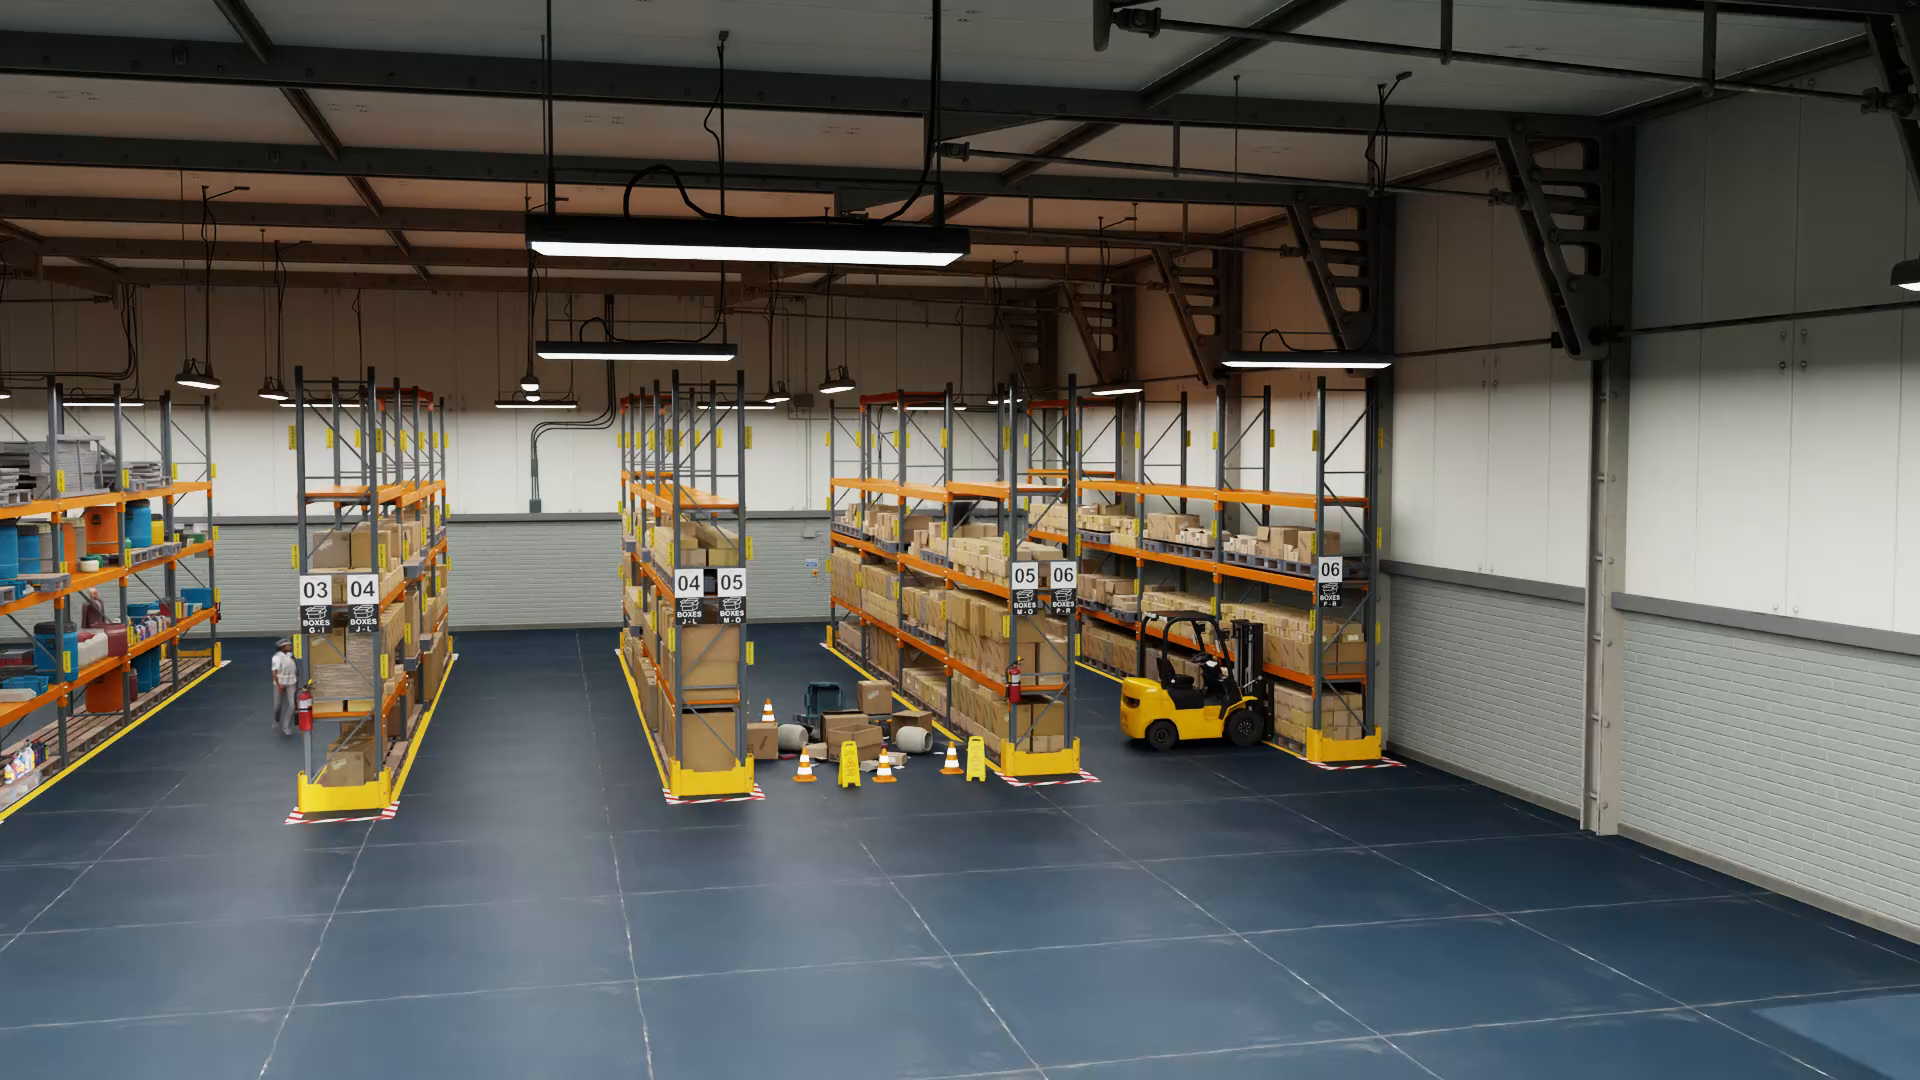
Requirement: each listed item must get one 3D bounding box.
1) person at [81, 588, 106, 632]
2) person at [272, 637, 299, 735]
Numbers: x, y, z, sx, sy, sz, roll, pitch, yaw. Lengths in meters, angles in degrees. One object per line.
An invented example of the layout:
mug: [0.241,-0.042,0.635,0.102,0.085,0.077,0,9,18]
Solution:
person: [-19.192,1.925,36.845,1.027,1.745,0.544,-1,4,-17]
person: [-11.546,2.486,28.501,0.519,1.654,0.677,-3,5,-42]
